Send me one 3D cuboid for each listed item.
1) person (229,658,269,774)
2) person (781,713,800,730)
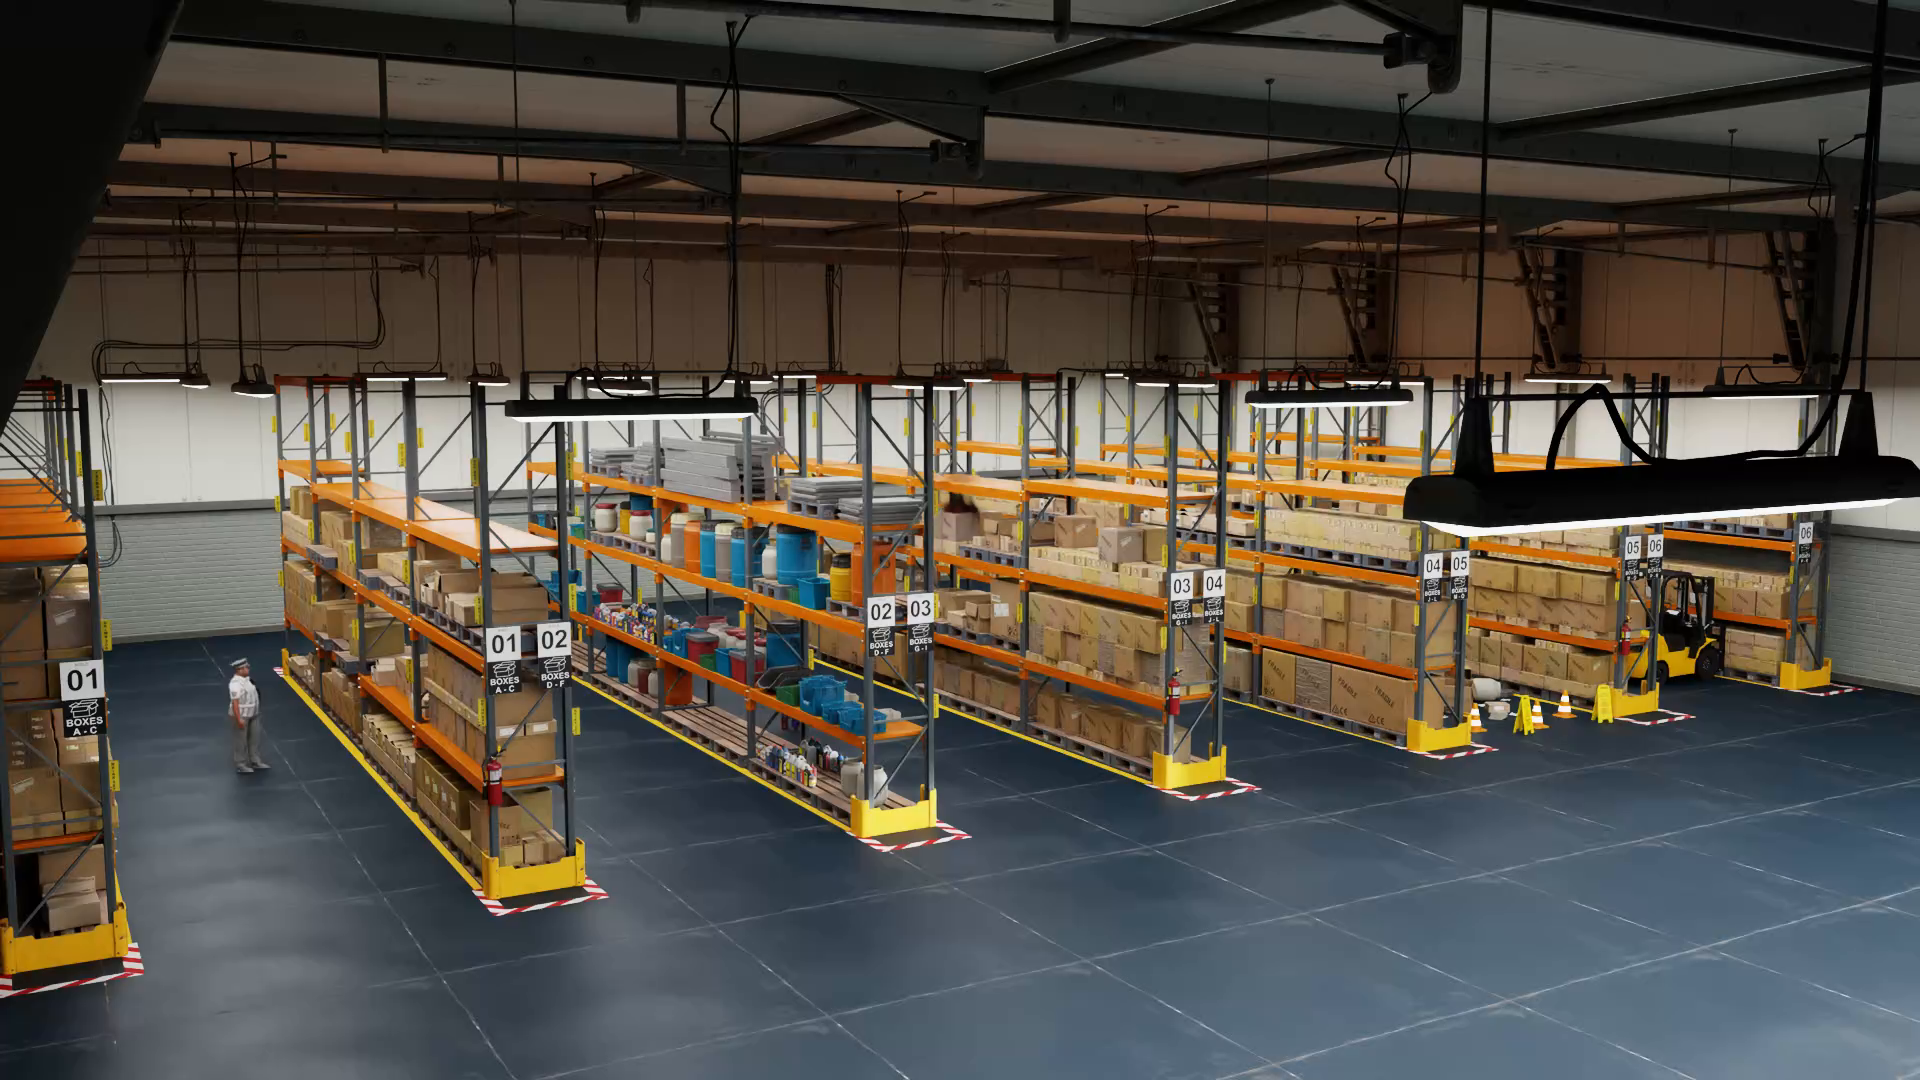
[{"bbox_3d":[-10.942,2.677,25.444,0.418,1.773,0.590,2,6,15],"label":"person"},{"bbox_3d":[-2.842,2.427,28.249,0.506,1.627,0.454,1,6,10],"label":"person"}]
